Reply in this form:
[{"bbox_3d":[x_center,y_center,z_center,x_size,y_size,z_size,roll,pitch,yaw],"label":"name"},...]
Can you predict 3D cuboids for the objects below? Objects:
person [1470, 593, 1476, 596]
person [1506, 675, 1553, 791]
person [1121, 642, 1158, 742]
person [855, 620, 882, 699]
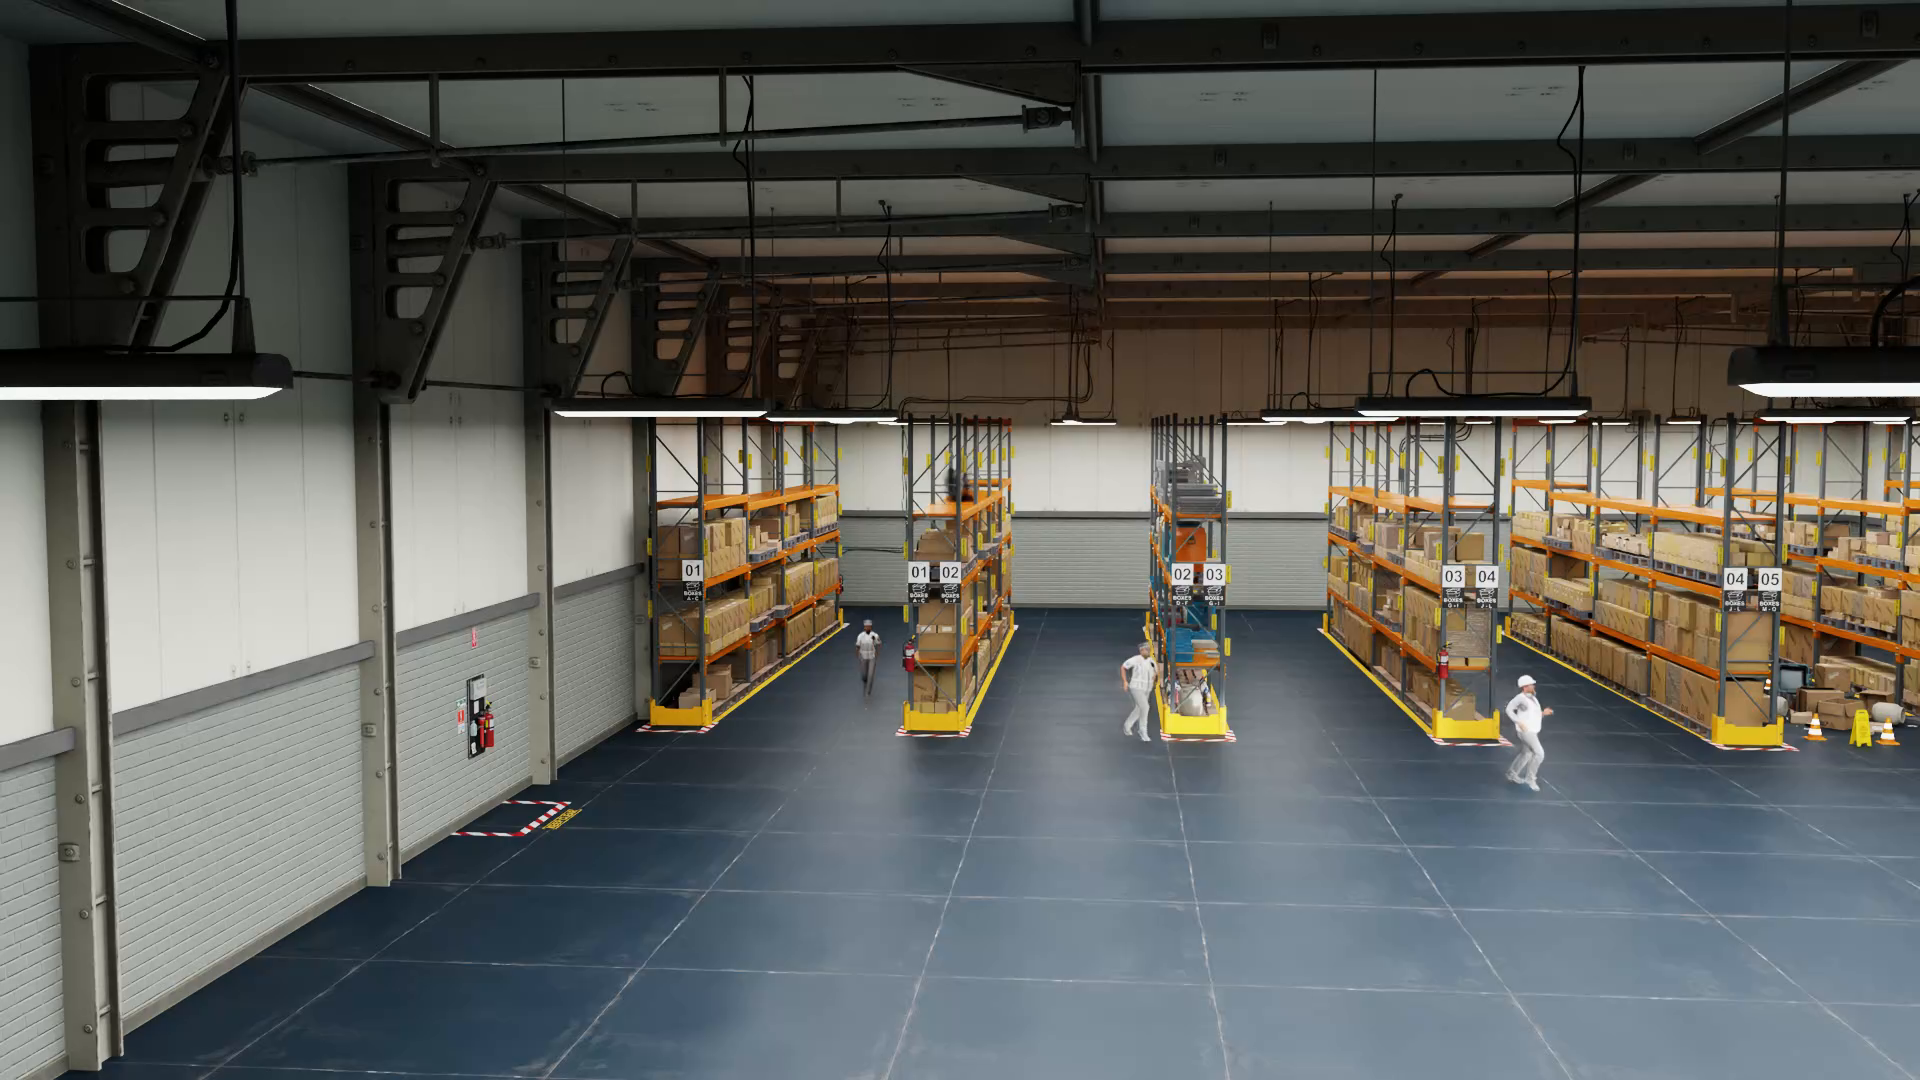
[{"bbox_3d":[14.160,1.771,46.441,0.740,1.703,0.702,-3,5,-35],"label":"person"},{"bbox_3d":[9.036,3.066,26.418,0.715,1.824,0.637,3,5,35],"label":"person"},{"bbox_3d":[3.395,2.775,30.715,0.664,1.785,0.801,-3,5,-35],"label":"person"},{"bbox_3d":[-1.948,2.518,35.429,0.578,1.670,0.669,0,4,-1],"label":"person"}]
